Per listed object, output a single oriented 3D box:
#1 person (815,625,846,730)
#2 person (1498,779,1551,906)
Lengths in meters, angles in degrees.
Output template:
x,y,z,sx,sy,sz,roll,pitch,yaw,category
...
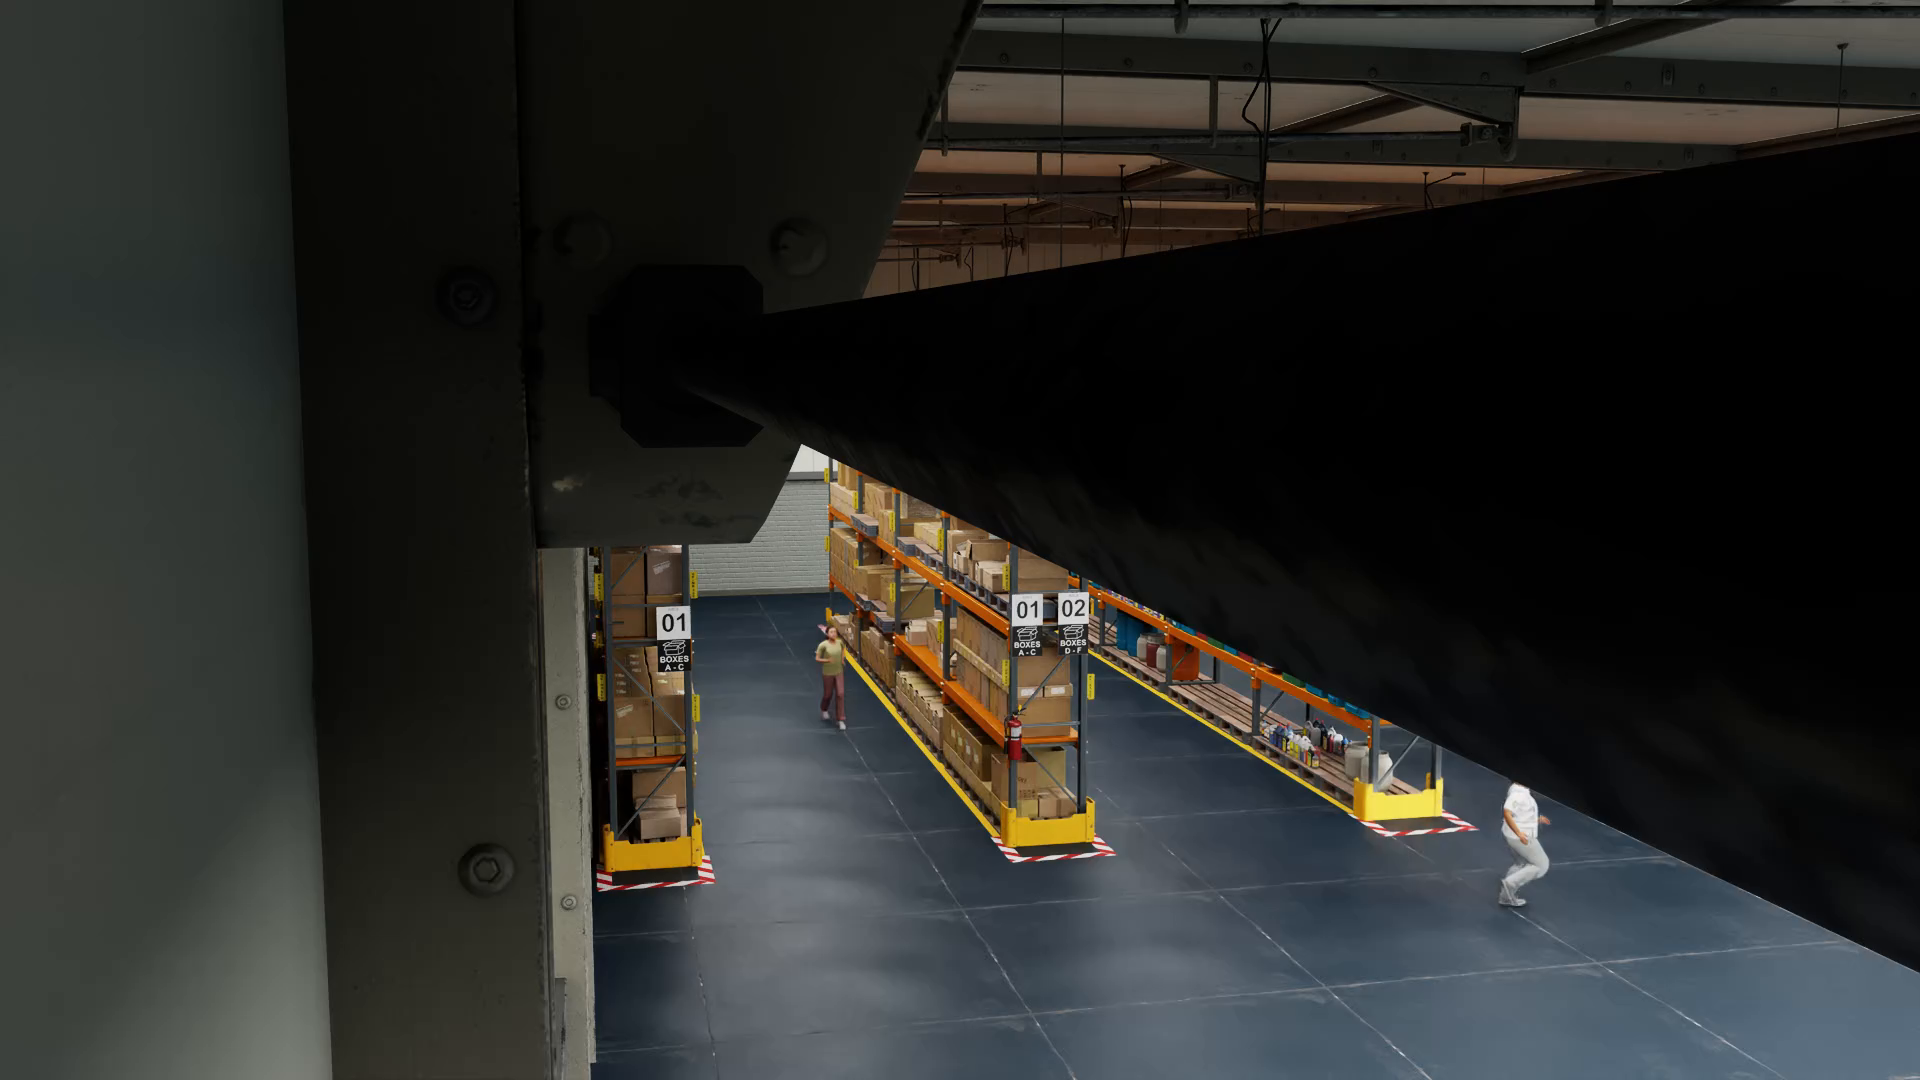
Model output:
x,y,z,sx,sy,sz,roll,pitch,yaw,category
-2.109,2.226,27.425,0.574,1.673,0.951,-3,7,-22,person
6.333,3.322,18.637,0.559,1.607,0.604,1,7,10,person
